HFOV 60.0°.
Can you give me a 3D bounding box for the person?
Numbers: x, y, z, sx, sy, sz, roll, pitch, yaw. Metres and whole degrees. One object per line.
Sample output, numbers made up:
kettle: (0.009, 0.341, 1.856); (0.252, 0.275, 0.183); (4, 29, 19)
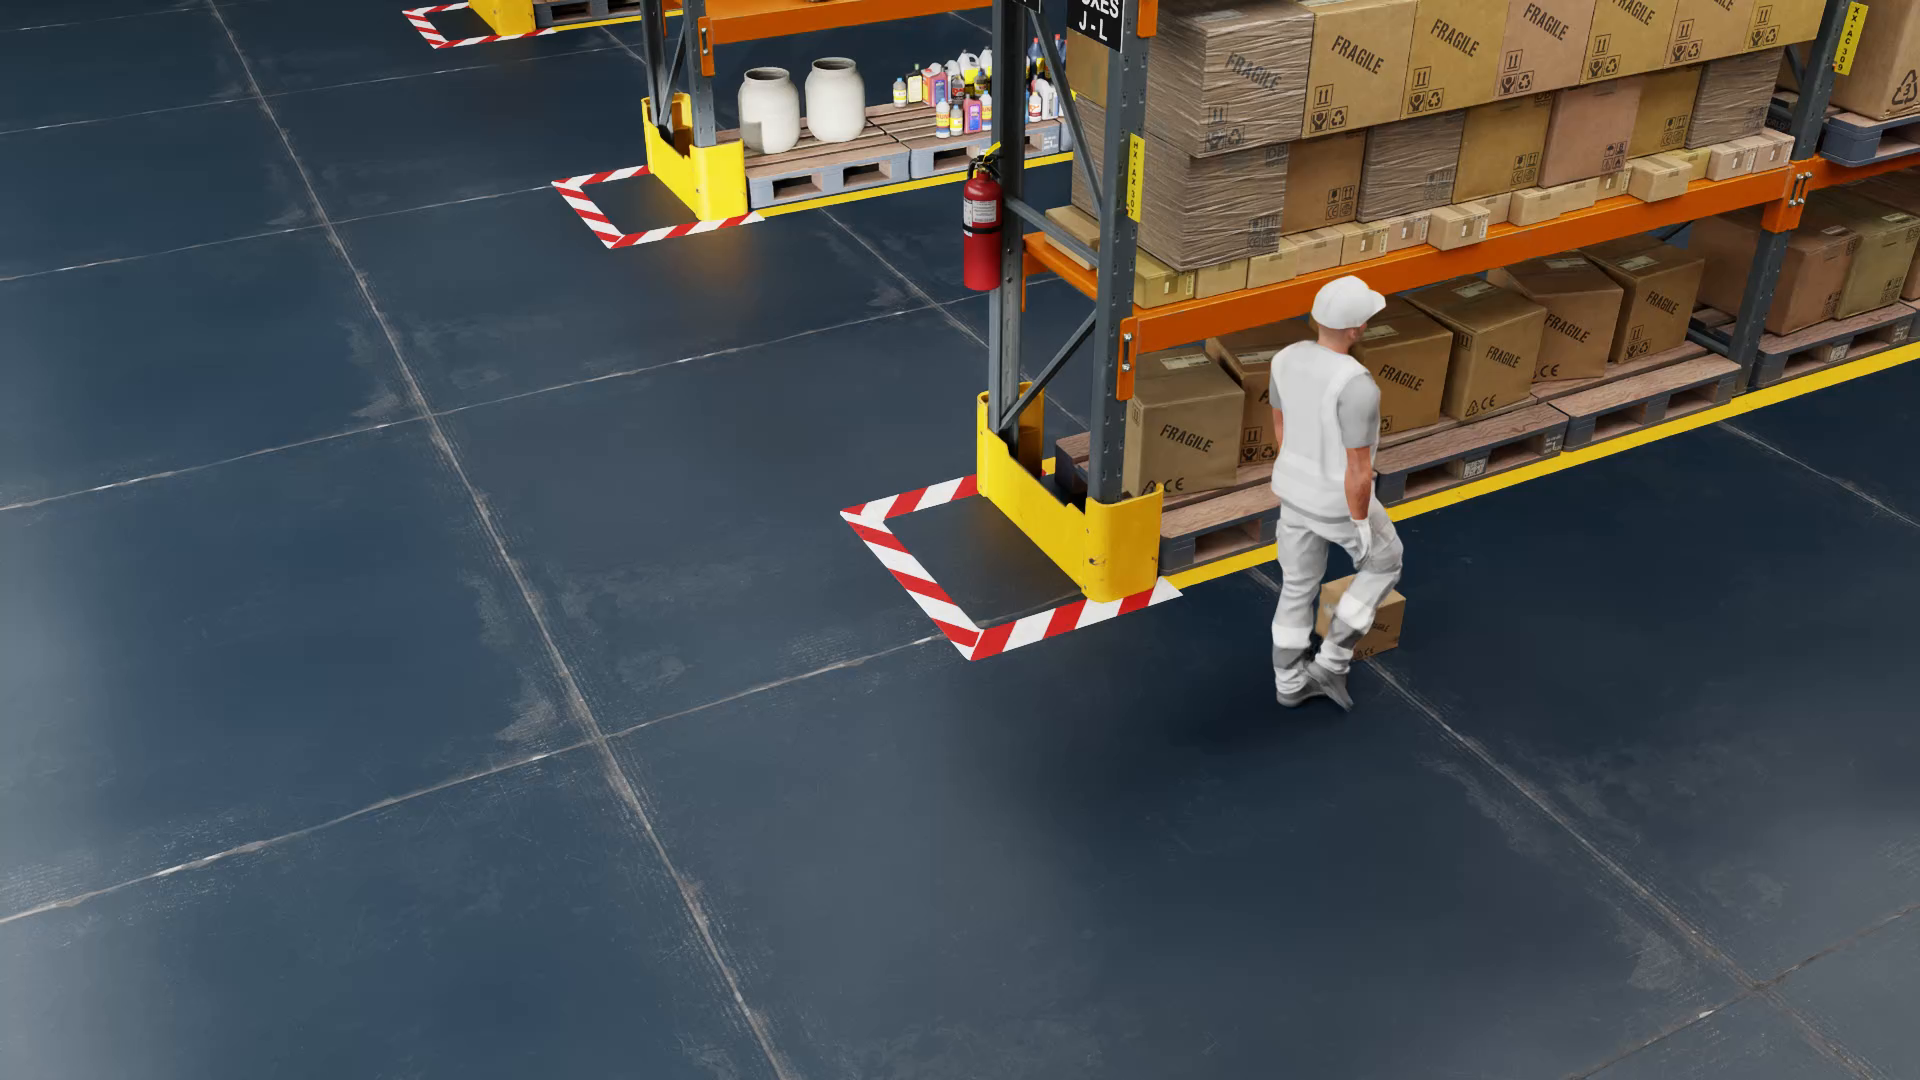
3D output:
person: (1.432, -0.173, 6.364); (0.461, 1.788, 0.603); (-22, 39, -30)
